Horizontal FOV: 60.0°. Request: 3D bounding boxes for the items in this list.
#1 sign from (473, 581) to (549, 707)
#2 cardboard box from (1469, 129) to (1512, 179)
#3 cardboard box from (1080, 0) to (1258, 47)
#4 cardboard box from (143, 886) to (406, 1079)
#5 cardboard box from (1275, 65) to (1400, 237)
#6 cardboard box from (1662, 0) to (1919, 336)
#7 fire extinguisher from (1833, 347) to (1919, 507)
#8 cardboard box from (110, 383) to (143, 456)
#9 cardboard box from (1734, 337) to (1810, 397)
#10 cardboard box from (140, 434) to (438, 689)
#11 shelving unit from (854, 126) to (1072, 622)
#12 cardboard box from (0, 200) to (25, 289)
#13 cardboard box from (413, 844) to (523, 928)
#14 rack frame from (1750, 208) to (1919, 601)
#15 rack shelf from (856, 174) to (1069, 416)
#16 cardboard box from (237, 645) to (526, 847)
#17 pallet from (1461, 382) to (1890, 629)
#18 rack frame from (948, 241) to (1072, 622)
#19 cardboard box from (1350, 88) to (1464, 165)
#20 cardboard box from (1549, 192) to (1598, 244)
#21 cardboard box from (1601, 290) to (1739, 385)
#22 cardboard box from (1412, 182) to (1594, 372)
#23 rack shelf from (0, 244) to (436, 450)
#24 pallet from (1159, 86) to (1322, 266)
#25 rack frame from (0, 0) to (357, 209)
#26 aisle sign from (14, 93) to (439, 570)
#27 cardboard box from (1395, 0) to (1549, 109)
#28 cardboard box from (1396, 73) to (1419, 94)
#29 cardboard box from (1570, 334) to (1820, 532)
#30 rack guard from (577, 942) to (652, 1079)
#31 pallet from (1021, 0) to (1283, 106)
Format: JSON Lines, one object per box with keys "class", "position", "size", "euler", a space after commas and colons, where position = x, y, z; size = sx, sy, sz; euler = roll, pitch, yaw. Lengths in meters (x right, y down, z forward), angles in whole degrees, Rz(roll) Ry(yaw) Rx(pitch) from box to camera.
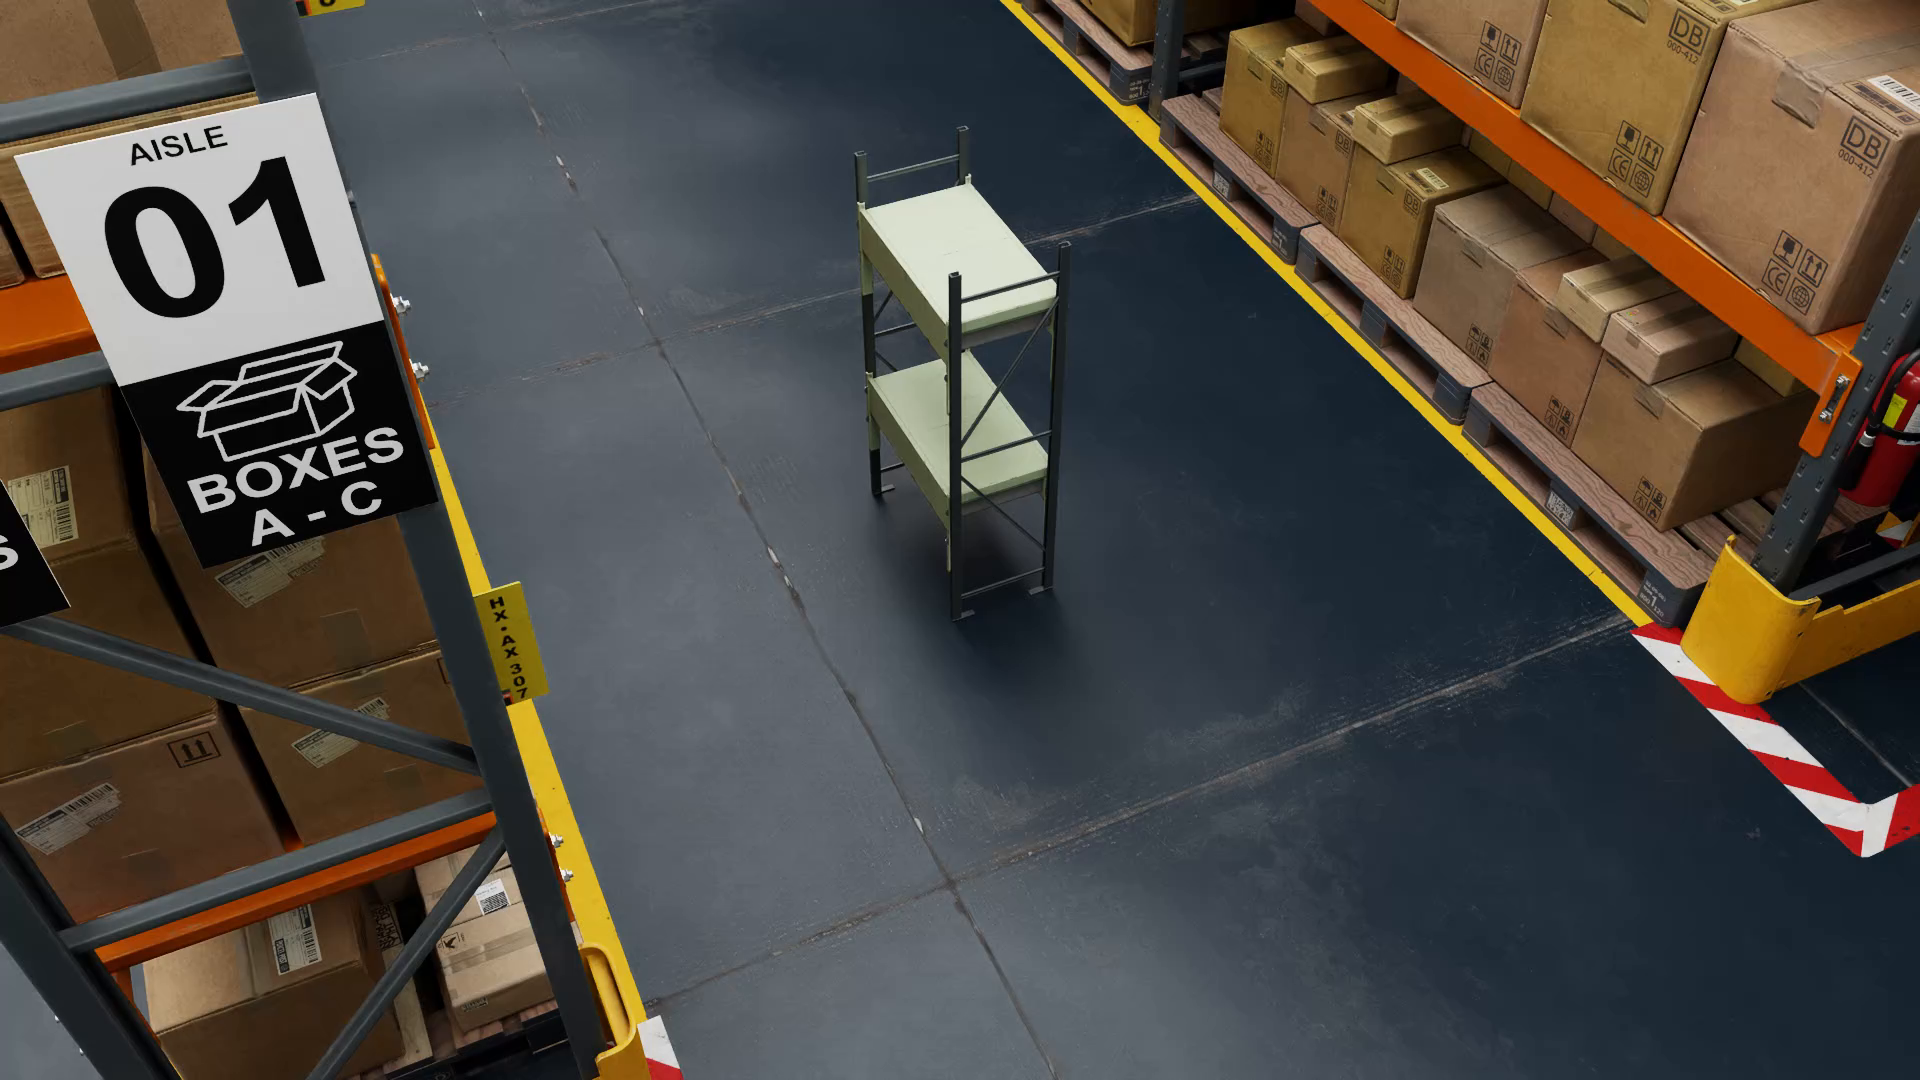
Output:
{"class": "sign", "position": [-0.888, 0.210, 3.285], "size": [0.100, 0.325, 0.005], "euler": [-18, 47, -17]}
{"class": "cardboard box", "position": [2.321, -1.642, 6.797], "size": [0.380, 0.149, 0.250], "euler": [-19, 48, -18]}
{"class": "cardboard box", "position": [1.039, -3.096, 8.483], "size": [0.750, 0.750, 0.750], "euler": [-18, 47, -17]}
{"class": "cardboard box", "position": [-1.832, 1.138, 4.427], "size": [0.500, 0.500, 0.500], "euler": [-18, 47, -17]}
{"class": "cardboard box", "position": [1.860, -1.767, 7.386], "size": [0.700, 0.500, 0.500], "euler": [-18, 48, -18]}
{"class": "cardboard box", "position": [2.889, -1.215, 5.133], "size": [0.980, 0.700, 0.700], "euler": [-16, 47, -16]}
{"class": "fire extinguisher", "position": [2.757, -0.394, 4.834], "size": [0.296, 0.674, 0.183], "euler": [-18, 47, -17]}
{"class": "cardboard box", "position": [-2.030, -0.237, 3.571], "size": [0.500, 0.500, 0.500], "euler": [-17, 47, -16]}
{"class": "cardboard box", "position": [2.962, -0.673, 5.815], "size": [0.380, 0.149, 0.250], "euler": [-18, 47, -17]}
{"class": "cardboard box", "position": [-1.328, -0.073, 3.406], "size": [0.500, 0.500, 0.500], "euler": [-17, 47, -16]}
{"class": "shelving unit", "position": [-0.003, -0.538, 5.728], "size": [0.431, 1.500, 0.755], "euler": [-18, 47, -17]}
{"class": "cardboard box", "position": [-1.836, -0.585, 2.679], "size": [0.500, 0.250, 0.500], "euler": [-18, 47, -17]}
{"class": "cardboard box", "position": [-1.350, 1.003, 4.802], "size": [0.380, 0.166, 0.250], "euler": [-18, 47, -17]}
{"class": "rack frame", "position": [3.113, -0.787, 4.912], "size": [1.000, 3.000, 0.127], "euler": [-18, 47, -17]}
{"class": "rack shelf", "position": [-0.003, -0.816, 5.453], "size": [0.431, 0.370, 0.720], "euler": [-18, 47, -17]}
{"class": "cardboard box", "position": [-1.328, 0.282, 3.757], "size": [0.500, 0.500, 0.500], "euler": [-17, 47, -17]}
{"class": "pallet", "position": [2.705, -0.280, 6.384], "size": [1.003, 0.211, 1.213], "euler": [-18, 47, -17]}
{"class": "rack frame", "position": [0.151, -0.305, 5.491], "size": [0.400, 1.500, 0.023], "euler": [-18, 47, -17]}
{"class": "cardboard box", "position": [1.850, -1.715, 6.871], "size": [0.380, 0.149, 0.250], "euler": [-19, 48, -19]}
{"class": "cardboard box", "position": [2.535, -1.317, 6.468], "size": [0.380, 0.149, 0.250], "euler": [-17, 47, -17]}
{"class": "cardboard box", "position": [2.508, -0.722, 5.865], "size": [0.380, 0.149, 0.250], "euler": [-19, 48, -18]}
{"class": "cardboard box", "position": [2.305, -1.102, 6.712], "size": [0.700, 0.500, 0.500], "euler": [-19, 48, -19]}
{"class": "rack shelf", "position": [-2.221, -1.407, 3.917], "size": [1.077, 0.370, 4.000], "euler": [-18, 47, -17]}
{"class": "pallet", "position": [1.679, -1.835, 7.960], "size": [1.003, 0.211, 1.213], "euler": [-18, 47, -17]}
{"class": "rack frame", "position": [-1.380, -1.457, 1.319], "size": [1.000, 3.000, 0.127], "euler": [-18, 47, -17]}
{"class": "aisle sign", "position": [-1.085, -0.290, 2.557], "size": [0.394, 0.787, 0.004], "euler": [-18, 47, -17]}
{"class": "cardboard box", "position": [2.261, -2.164, 6.094], "size": [0.980, 0.700, 0.700], "euler": [-20, 48, -19]}
{"class": "cardboard box", "position": [2.106, -1.968, 7.127], "size": [0.380, 0.149, 0.250], "euler": [-19, 48, -19]}
{"class": "cardboard box", "position": [2.727, -0.463, 6.064], "size": [0.700, 0.500, 0.500], "euler": [-18, 47, -17]}
{"class": "rack guard", "position": [-1.412, 1.520, 4.354], "size": [1.175, 0.500, 0.348], "euler": [-18, 47, -17]}
{"class": "pallet", "position": [1.038, -2.813, 8.950], "size": [1.003, 0.211, 1.213], "euler": [-18, 47, -17]}
